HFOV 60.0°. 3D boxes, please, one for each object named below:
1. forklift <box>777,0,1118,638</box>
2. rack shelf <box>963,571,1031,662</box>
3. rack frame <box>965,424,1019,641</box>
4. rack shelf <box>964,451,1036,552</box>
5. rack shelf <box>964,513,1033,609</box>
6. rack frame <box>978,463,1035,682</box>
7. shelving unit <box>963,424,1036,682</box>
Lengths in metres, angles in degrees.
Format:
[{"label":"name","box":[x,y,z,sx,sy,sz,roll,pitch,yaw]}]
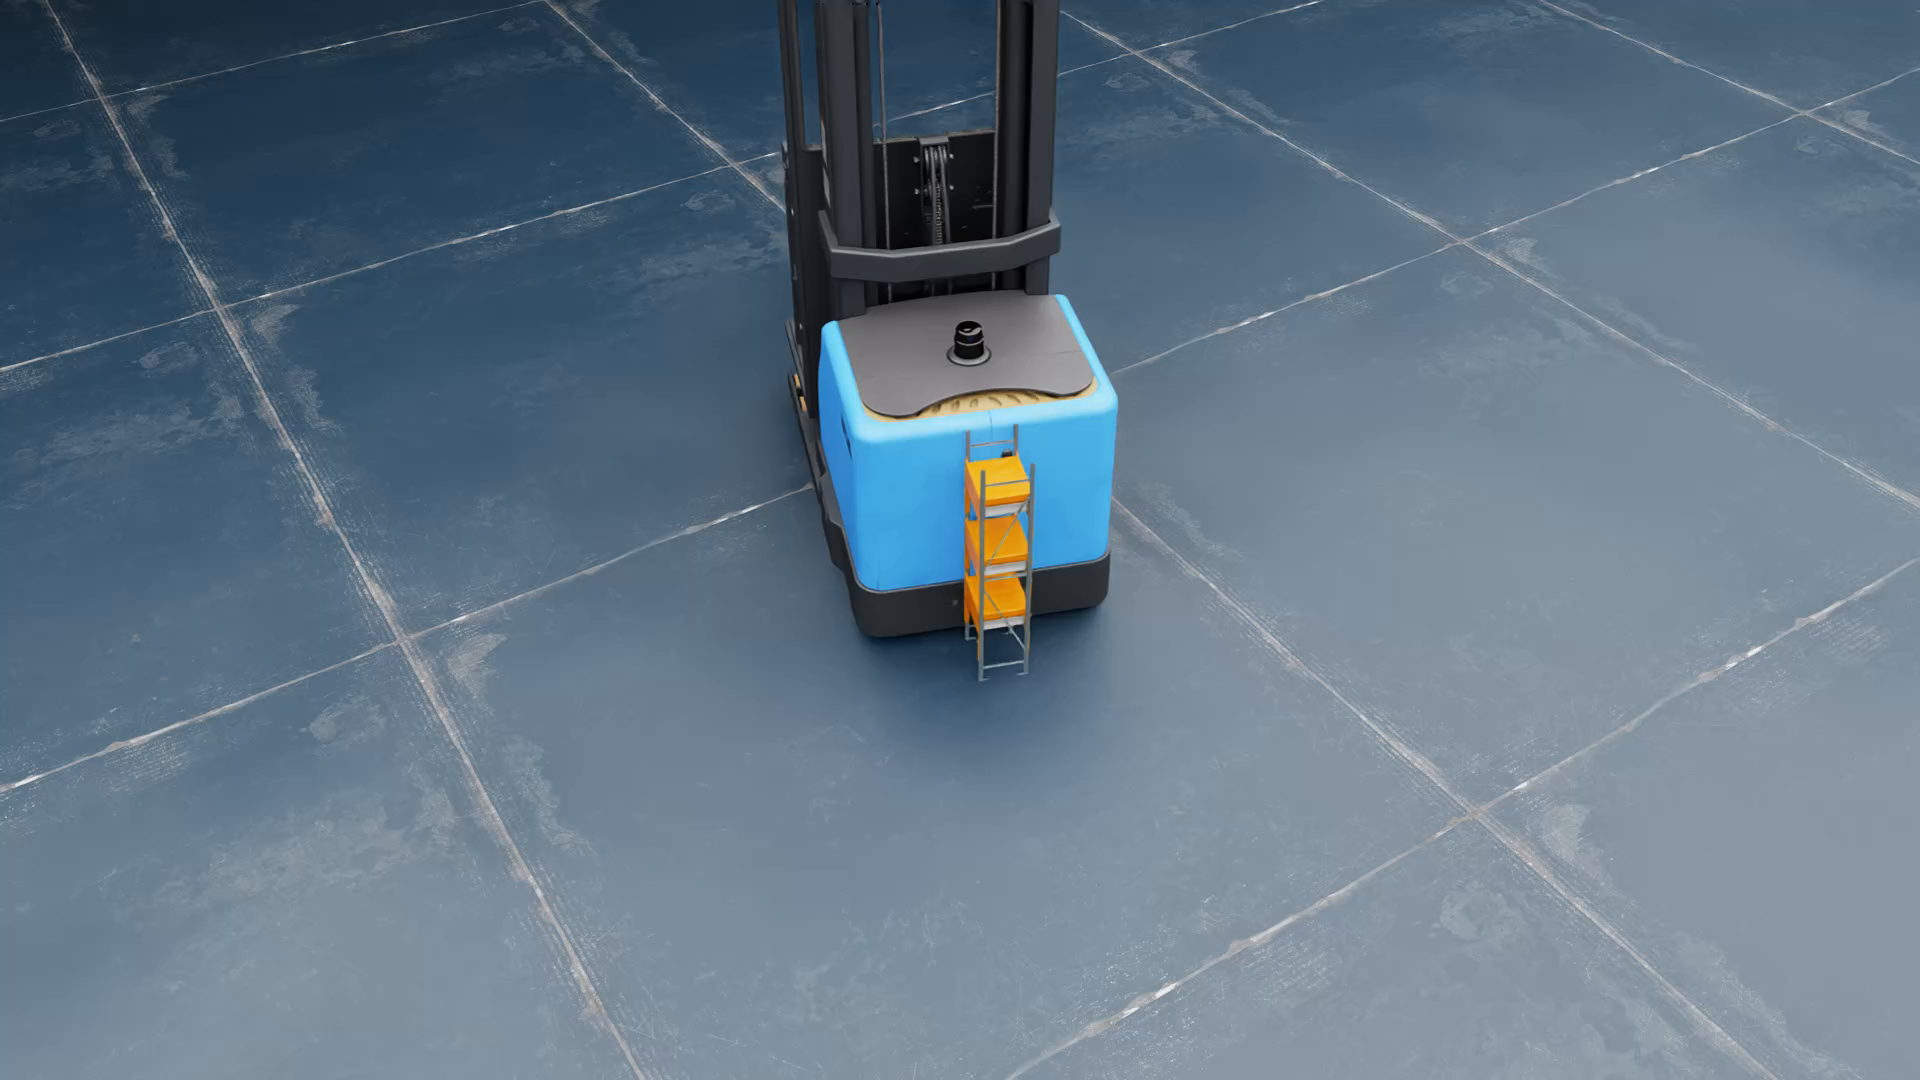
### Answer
[{"label":"forklift","box":[-0.208,-1.685,6.982,1.130,2.935,3.031,-8,40,-10]},{"label":"rack shelf","box":[0.145,0.288,6.535,0.215,0.259,0.240,-8,40,-10]},{"label":"rack frame","box":[0.118,-0.010,6.442,0.200,1.050,0.008,-8,40,-10]},{"label":"rack shelf","box":[0.145,-0.144,6.175,0.215,0.259,0.240,-8,40,-10]},{"label":"rack shelf","box":[0.145,0.074,6.357,0.215,0.259,0.240,-8,40,-10]},{"label":"rack frame","box":[0.171,0.143,6.259,0.200,1.050,0.008,-8,40,-10]},{"label":"shelving unit","box":[0.145,0.066,6.350,0.215,1.050,0.252,-8,40,-10]}]
